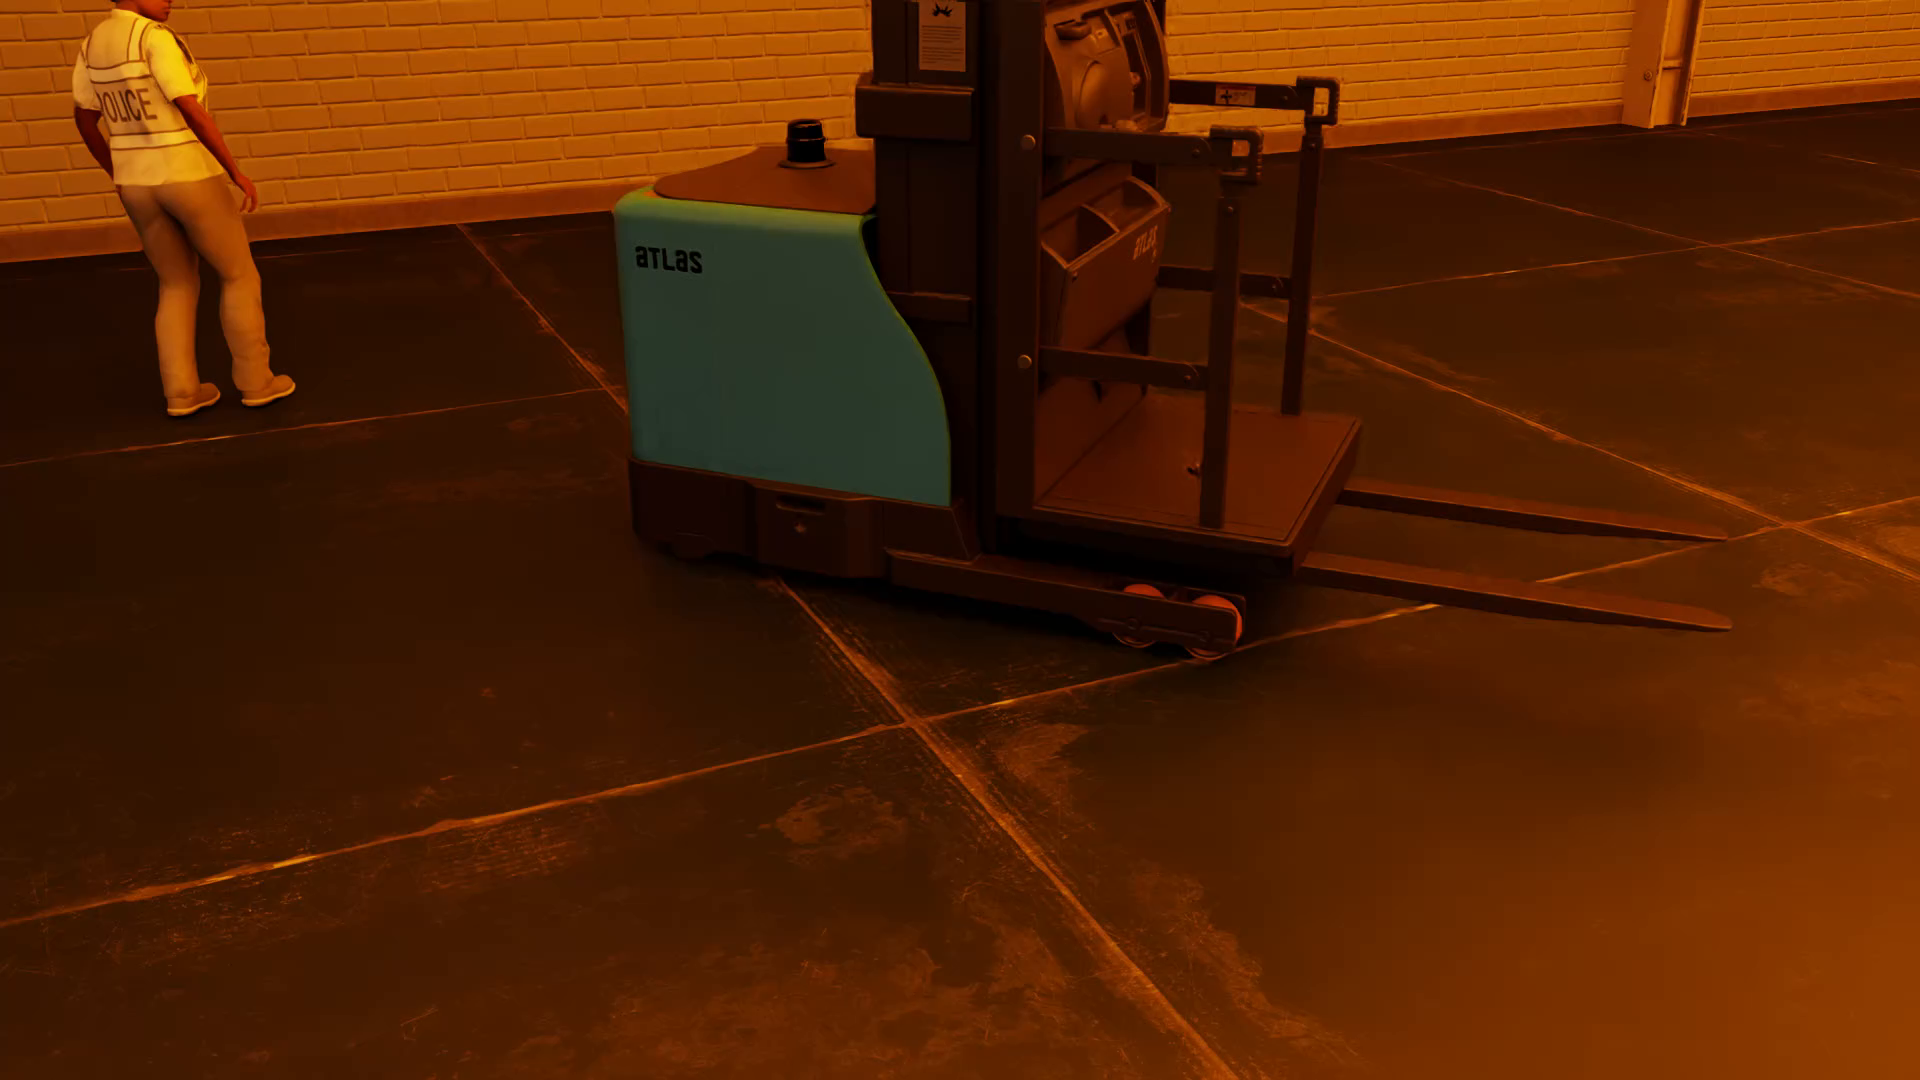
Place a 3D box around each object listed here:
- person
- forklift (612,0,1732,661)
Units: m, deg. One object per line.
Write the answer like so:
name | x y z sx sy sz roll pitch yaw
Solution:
person | -2.824 -1.291 6.063 0.657 1.656 0.470 6 23 14
forklift | 0.583 -1.270 4.344 3.031 2.935 1.130 9 24 20
